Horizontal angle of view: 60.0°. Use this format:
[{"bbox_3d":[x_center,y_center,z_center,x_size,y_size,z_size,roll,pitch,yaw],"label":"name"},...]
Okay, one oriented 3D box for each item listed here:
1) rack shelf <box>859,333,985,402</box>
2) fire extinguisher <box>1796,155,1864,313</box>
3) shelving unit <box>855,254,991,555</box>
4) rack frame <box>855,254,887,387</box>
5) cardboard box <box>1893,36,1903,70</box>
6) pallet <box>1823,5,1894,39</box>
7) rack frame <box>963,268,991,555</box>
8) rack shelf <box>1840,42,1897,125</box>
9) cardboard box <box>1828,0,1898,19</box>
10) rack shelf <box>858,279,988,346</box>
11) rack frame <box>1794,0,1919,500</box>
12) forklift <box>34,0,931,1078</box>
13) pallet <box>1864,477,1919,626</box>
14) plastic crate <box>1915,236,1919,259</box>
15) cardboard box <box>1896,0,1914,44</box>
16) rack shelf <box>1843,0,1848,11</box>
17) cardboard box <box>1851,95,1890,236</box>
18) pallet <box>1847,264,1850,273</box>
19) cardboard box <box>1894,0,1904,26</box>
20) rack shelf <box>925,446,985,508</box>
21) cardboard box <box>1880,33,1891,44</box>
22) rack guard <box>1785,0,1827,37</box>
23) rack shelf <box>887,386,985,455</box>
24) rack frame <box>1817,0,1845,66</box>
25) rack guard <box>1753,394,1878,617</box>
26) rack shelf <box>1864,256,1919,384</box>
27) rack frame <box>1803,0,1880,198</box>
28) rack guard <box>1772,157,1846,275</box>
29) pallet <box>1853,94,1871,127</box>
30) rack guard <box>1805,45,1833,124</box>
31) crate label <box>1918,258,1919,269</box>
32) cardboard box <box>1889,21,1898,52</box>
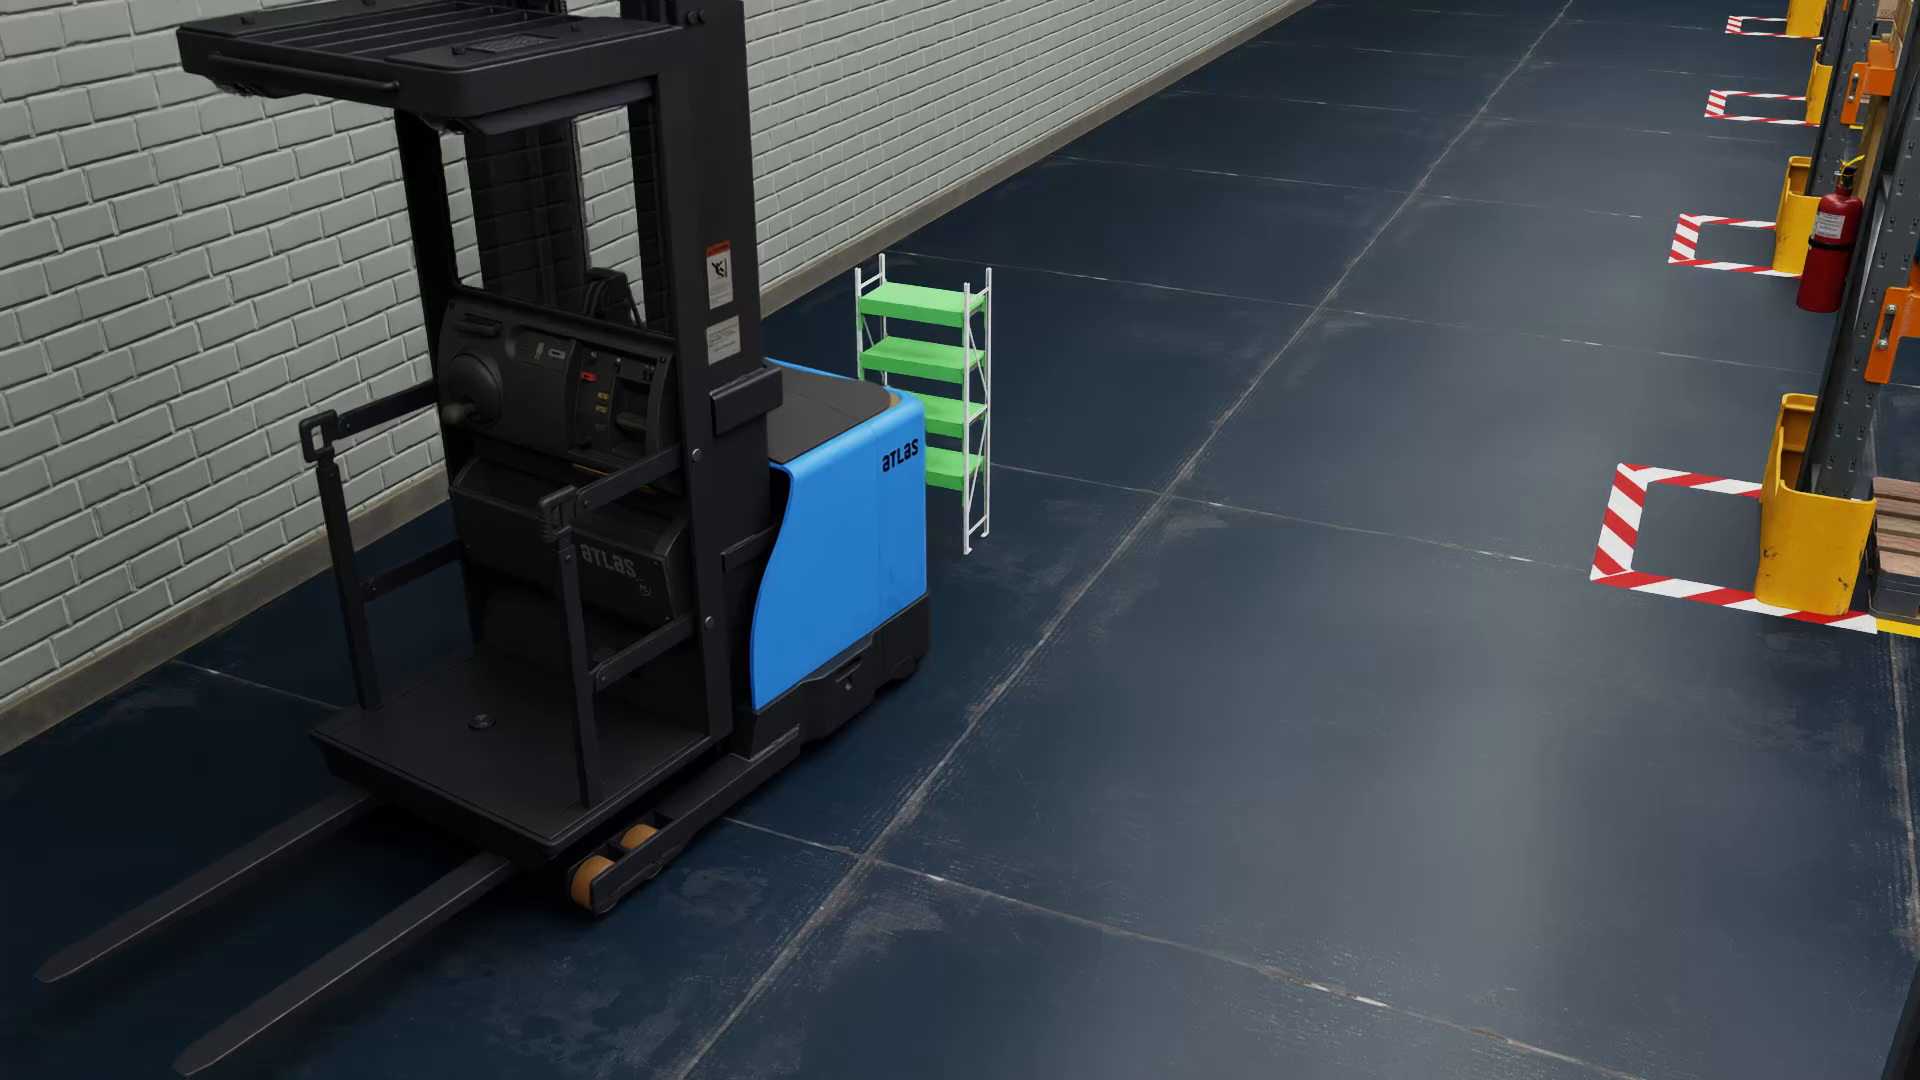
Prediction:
[{"bbox_3d":[-0.151,-0.727,6.969,0.480,0.148,0.258,11,28,22],"label":"rack shelf"},{"bbox_3d":[3.691,-1.305,7.015,0.183,0.674,0.296,11,28,22],"label":"fire extinguisher"},{"bbox_3d":[-0.151,-0.569,7.046,0.503,1.200,0.258,11,28,22],"label":"shelving unit"},{"bbox_3d":[-0.373,-0.613,7.137,0.015,1.200,0.240,11,28,22],"label":"rack frame"},{"bbox_3d":[5.877,-2.978,10.188,0.250,0.149,0.380,12,29,22],"label":"cardboard box"},{"bbox_3d":[10.553,-5.908,19.010,1.213,0.211,1.003,11,28,22],"label":"pallet"},{"bbox_3d":[0.071,-0.524,6.956,0.015,1.200,0.240,11,28,22],"label":"rack frame"},{"bbox_3d":[7.511,-2.600,9.950,4.000,0.370,1.077,11,28,22],"label":"rack shelf"},{"bbox_3d":[10.435,-6.232,18.937,0.875,0.438,0.875,10,28,20],"label":"cardboard box"},{"bbox_3d":[-0.151,-0.942,6.863,0.480,0.148,0.258,11,28,22],"label":"rack shelf"},{"bbox_3d":[3.640,-1.297,6.489,0.127,3.000,1.000,11,28,22],"label":"rack frame"},{"bbox_3d":[-1.341,-0.437,4.820,1.130,2.935,3.031,16,31,30],"label":"forklift"},{"bbox_3d":[4.375,0.120,6.767,1.213,0.211,1.003,11,28,22],"label":"pallet"},{"bbox_3d":[4.023,-1.354,6.496,0.499,0.435,0.616,11,28,22],"label":"plastic crate"},{"bbox_3d":[6.016,-3.159,10.102,0.500,0.250,0.500,11,28,20],"label":"cardboard box"},{"bbox_3d":[9.656,-4.576,13.963,4.000,0.370,1.077,11,28,22],"label":"rack shelf"},{"bbox_3d":[6.306,-2.439,10.738,0.875,0.875,0.875,11,28,22],"label":"cardboard box"},{"bbox_3d":[6.451,-1.923,10.917,1.213,0.211,1.003,11,28,22],"label":"pallet"},{"bbox_3d":[6.242,-3.373,10.538,0.500,0.250,0.500,11,28,21],"label":"cardboard box"},{"bbox_3d":[-0.151,-0.296,7.181,0.480,0.148,0.258,11,28,22],"label":"rack shelf"},{"bbox_3d":[8.423,-4.446,14.963,0.250,0.149,0.380,12,29,22],"label":"cardboard box"},{"bbox_3d":[9.771,-6.156,19.188,0.348,0.500,1.175,11,28,22],"label":"rack guard"},{"bbox_3d":[-0.151,-0.511,7.075,0.480,0.148,0.258,11,28,22],"label":"rack shelf"},{"bbox_3d":[7.836,-5.265,14.547,0.127,3.000,1.000,11,28,22],"label":"rack frame"},{"bbox_3d":[3.613,-0.175,7.039,0.348,0.500,1.175,11,28,22],"label":"rack guard"},{"bbox_3d":[5.461,-0.609,5.905,4.000,0.370,1.077,11,28,22],"label":"rack shelf"},{"bbox_3d":[5.691,-3.289,10.534,0.127,3.000,1.000,11,28,22],"label":"rack frame"},{"bbox_3d":[5.669,-2.172,11.095,0.348,0.500,1.175,11,28,22],"label":"rack guard"},{"bbox_3d":[8.630,-3.837,14.804,1.213,0.211,1.003,11,28,22],"label":"pallet"},{"bbox_3d":[7.905,-4.129,15.071,0.348,0.500,1.175,11,28,22],"label":"rack guard"},{"bbox_3d":[3.729,-1.071,6.152,0.303,0.233,0.416,11,28,22],"label":"crate label"},{"bbox_3d":[6.151,-3.243,10.726,0.250,0.149,0.380,12,29,23],"label":"cardboard box"}]
